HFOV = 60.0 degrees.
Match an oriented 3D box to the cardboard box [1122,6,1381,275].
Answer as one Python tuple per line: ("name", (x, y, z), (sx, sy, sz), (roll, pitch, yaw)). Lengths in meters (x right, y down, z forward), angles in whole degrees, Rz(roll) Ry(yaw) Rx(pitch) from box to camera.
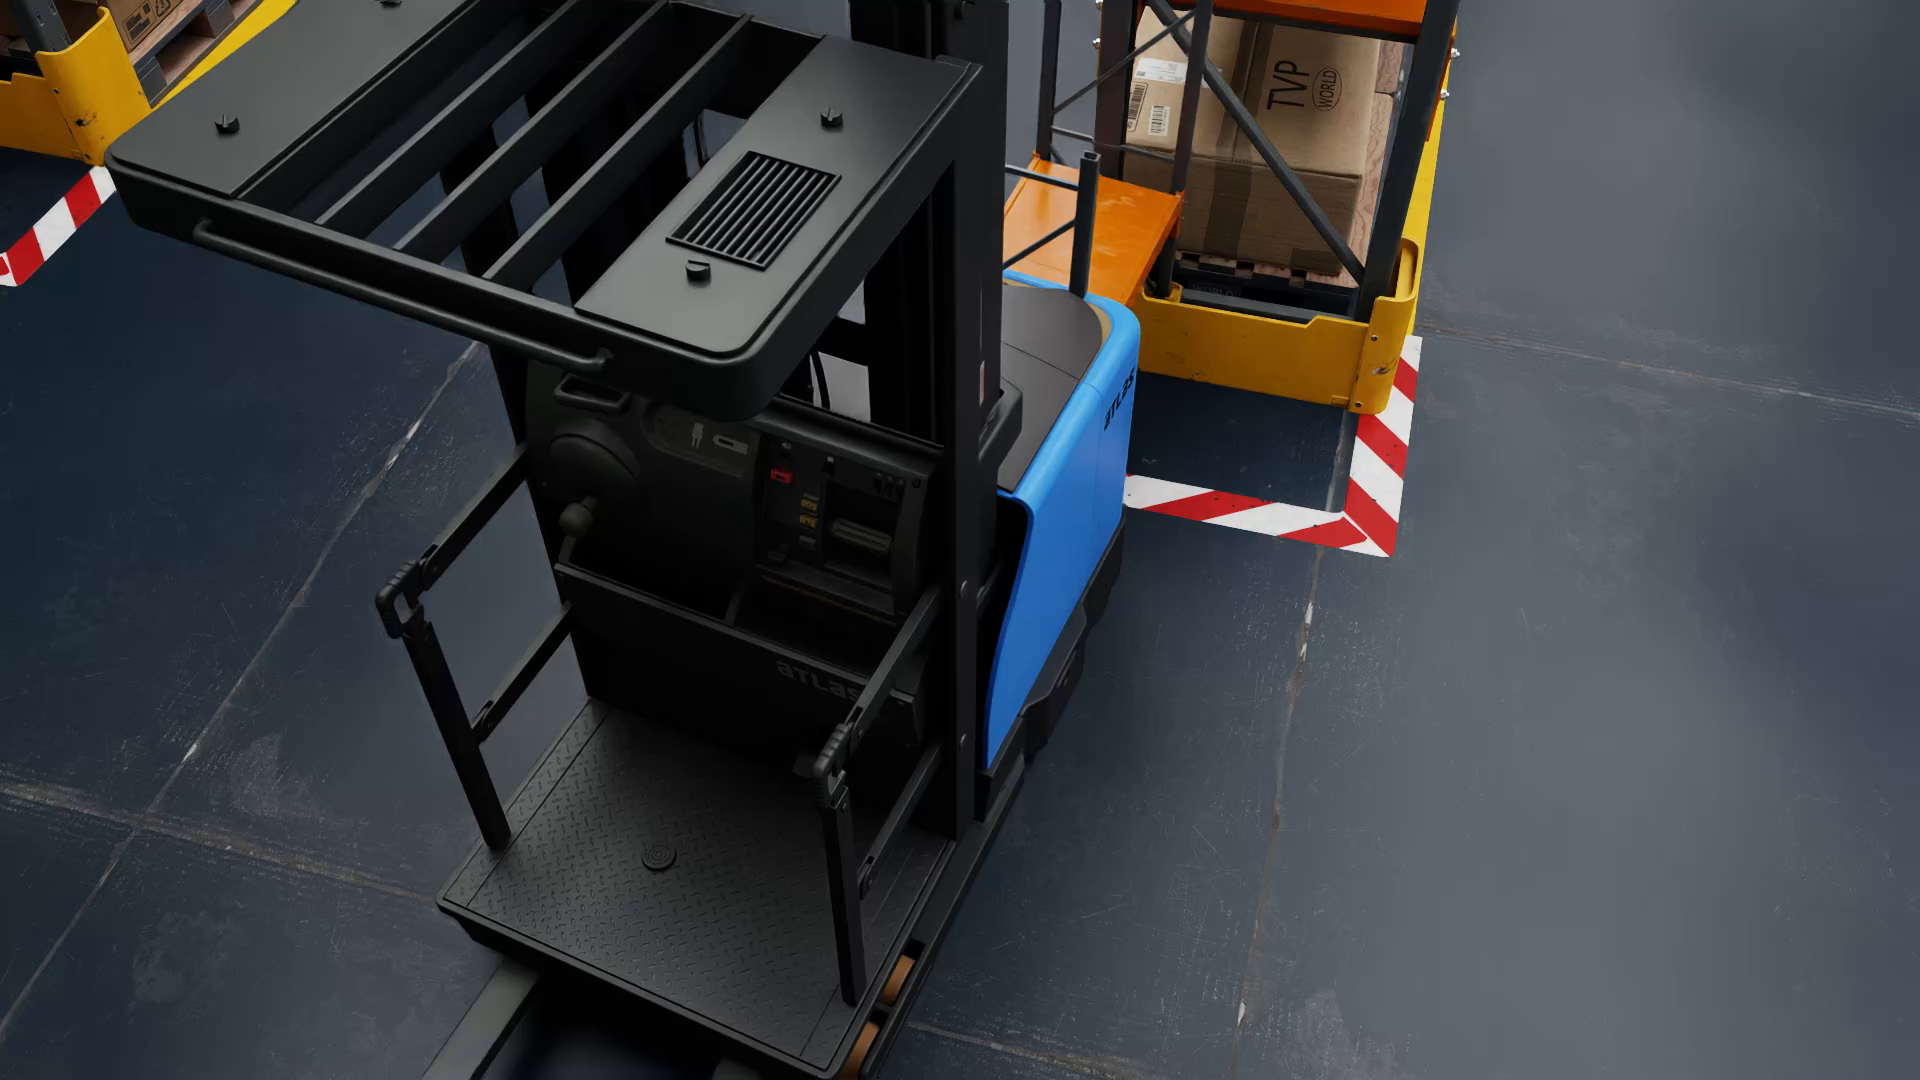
("cardboard box", (0.999, -1.449, 5.957), (0.875, 0.438, 0.875), (10, 49, 9))

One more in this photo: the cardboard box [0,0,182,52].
("cardboard box", (-3.615, -2.374, 6.729), (0.797, 0.503, 0.637), (10, 49, 9))

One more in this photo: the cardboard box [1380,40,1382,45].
("cardboard box", (1.232, -2.112, 6.542), (0.875, 0.438, 0.875), (13, 50, 11))

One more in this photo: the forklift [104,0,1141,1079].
("forklift", (-0.583, -0.018, 3.311), (1.130, 2.935, 3.031), (19, 51, 16))

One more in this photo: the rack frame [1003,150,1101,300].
("rack frame", (0.095, -0.528, 4.678), (0.500, 1.500, 0.032), (18, 53, 13))

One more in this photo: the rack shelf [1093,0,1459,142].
("rack shelf", (1.448, -2.869, 6.261), (1.077, 0.370, 4.000), (12, 50, 10))

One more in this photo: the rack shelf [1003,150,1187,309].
("rack shelf", (0.287, -0.776, 5.118), (0.538, 0.185, 1.000), (18, 53, 13))

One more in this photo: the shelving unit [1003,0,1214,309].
("shelving unit", (0.286, -0.883, 4.973), (0.587, 1.500, 1.083), (18, 53, 13))

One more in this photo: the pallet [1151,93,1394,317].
("pallet", (1.057, -1.331, 6.284), (1.003, 0.211, 1.213), (12, 50, 10))

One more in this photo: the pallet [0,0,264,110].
("pallet", (-3.639, -2.346, 7.180), (1.003, 0.211, 1.213), (12, 50, 10))

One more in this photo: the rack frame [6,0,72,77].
("rack frame", (-3.868, -2.637, 5.577), (1.000, 3.000, 0.127), (12, 50, 10))

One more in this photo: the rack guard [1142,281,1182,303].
("rack guard", (0.466, -0.841, 5.751), (0.587, 0.250, 0.087), (18, 53, 13))

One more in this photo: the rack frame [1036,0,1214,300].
("rack frame", (0.484, -1.251, 5.279), (0.500, 1.500, 0.032), (18, 53, 13))

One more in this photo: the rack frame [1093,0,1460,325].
("rack frame", (0.922, -1.660, 4.715), (1.000, 3.000, 0.127), (12, 50, 10))

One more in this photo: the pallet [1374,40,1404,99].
("pallet", (1.380, -2.211, 7.061), (1.003, 0.211, 1.213), (12, 50, 10))

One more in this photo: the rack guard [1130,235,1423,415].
("rack guard", (0.915, -0.816, 5.637), (1.175, 0.500, 0.348), (12, 50, 10))

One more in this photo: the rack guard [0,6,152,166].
("rack guard", (-3.848, -1.865, 6.563), (1.175, 0.500, 0.348), (12, 50, 10))
